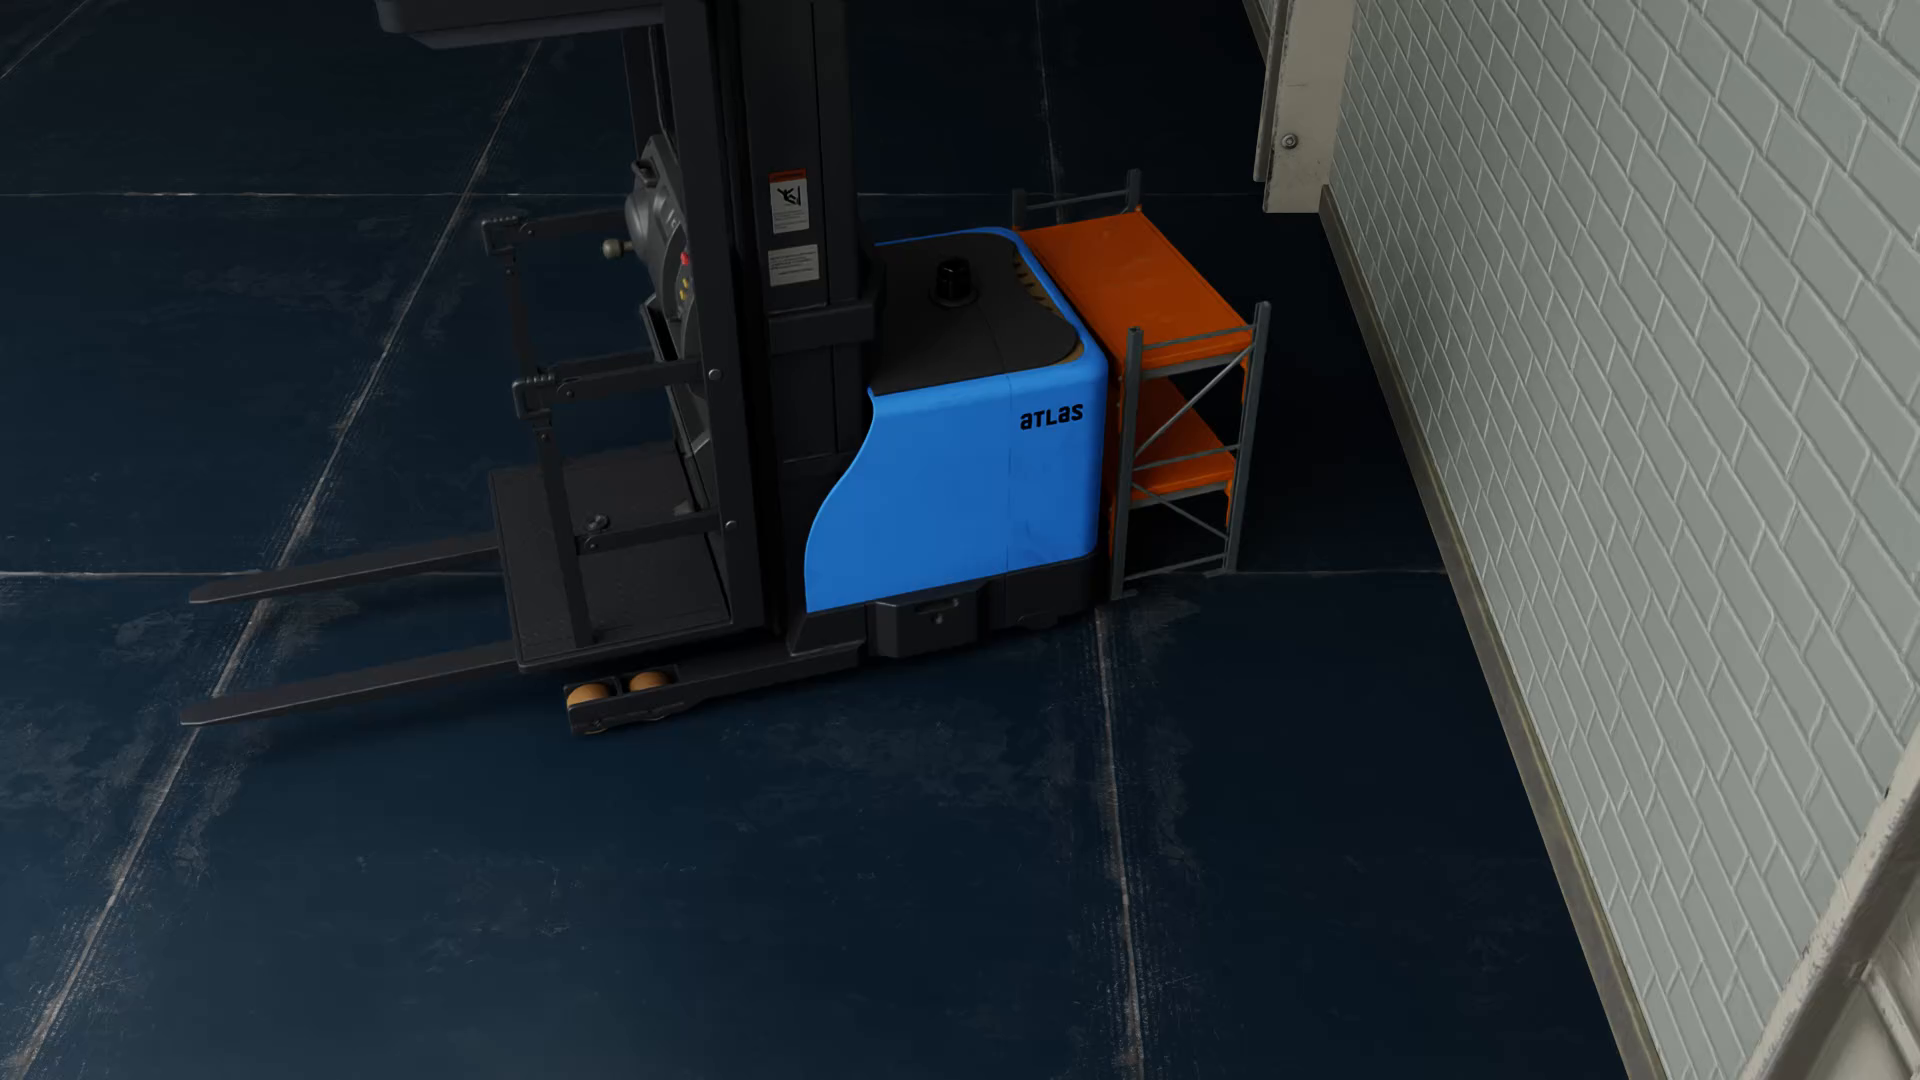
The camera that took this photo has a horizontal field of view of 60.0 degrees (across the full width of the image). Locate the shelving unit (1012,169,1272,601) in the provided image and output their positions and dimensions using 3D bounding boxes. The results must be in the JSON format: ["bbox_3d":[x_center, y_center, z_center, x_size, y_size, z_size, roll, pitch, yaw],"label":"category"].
[{"bbox_3d":[0.602,-0.579,6.073,0.538,1.125,1.048,-13,40,-15],"label":"shelving unit"}]

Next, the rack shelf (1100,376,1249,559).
[{"bbox_3d":[0.602,-0.389,6.226,0.538,0.278,1.000,-13,40,-15],"label":"rack shelf"}]

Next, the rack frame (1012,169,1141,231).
[{"bbox_3d":[0.431,-0.879,6.447,0.500,1.125,0.032,-13,40,-15],"label":"rack frame"}]

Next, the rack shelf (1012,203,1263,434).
[{"bbox_3d":[0.602,-0.808,5.890,0.538,0.278,1.000,-13,40,-15],"label":"rack shelf"}]

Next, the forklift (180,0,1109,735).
[{"bbox_3d":[-1.086,-0.880,5.004,3.031,2.935,1.130,-11,40,-14],"label":"forklift"}]

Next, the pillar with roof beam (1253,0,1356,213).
[{"bbox_3d":[-2.637,-5.265,5.624,9.100,9.000,0.400,0,39,0],"label":"pillar with roof beam"}]

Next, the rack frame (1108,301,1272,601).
[{"bbox_3d":[0.774,-0.280,5.700,0.500,1.125,0.032,-13,40,-15],"label":"rack frame"}]
